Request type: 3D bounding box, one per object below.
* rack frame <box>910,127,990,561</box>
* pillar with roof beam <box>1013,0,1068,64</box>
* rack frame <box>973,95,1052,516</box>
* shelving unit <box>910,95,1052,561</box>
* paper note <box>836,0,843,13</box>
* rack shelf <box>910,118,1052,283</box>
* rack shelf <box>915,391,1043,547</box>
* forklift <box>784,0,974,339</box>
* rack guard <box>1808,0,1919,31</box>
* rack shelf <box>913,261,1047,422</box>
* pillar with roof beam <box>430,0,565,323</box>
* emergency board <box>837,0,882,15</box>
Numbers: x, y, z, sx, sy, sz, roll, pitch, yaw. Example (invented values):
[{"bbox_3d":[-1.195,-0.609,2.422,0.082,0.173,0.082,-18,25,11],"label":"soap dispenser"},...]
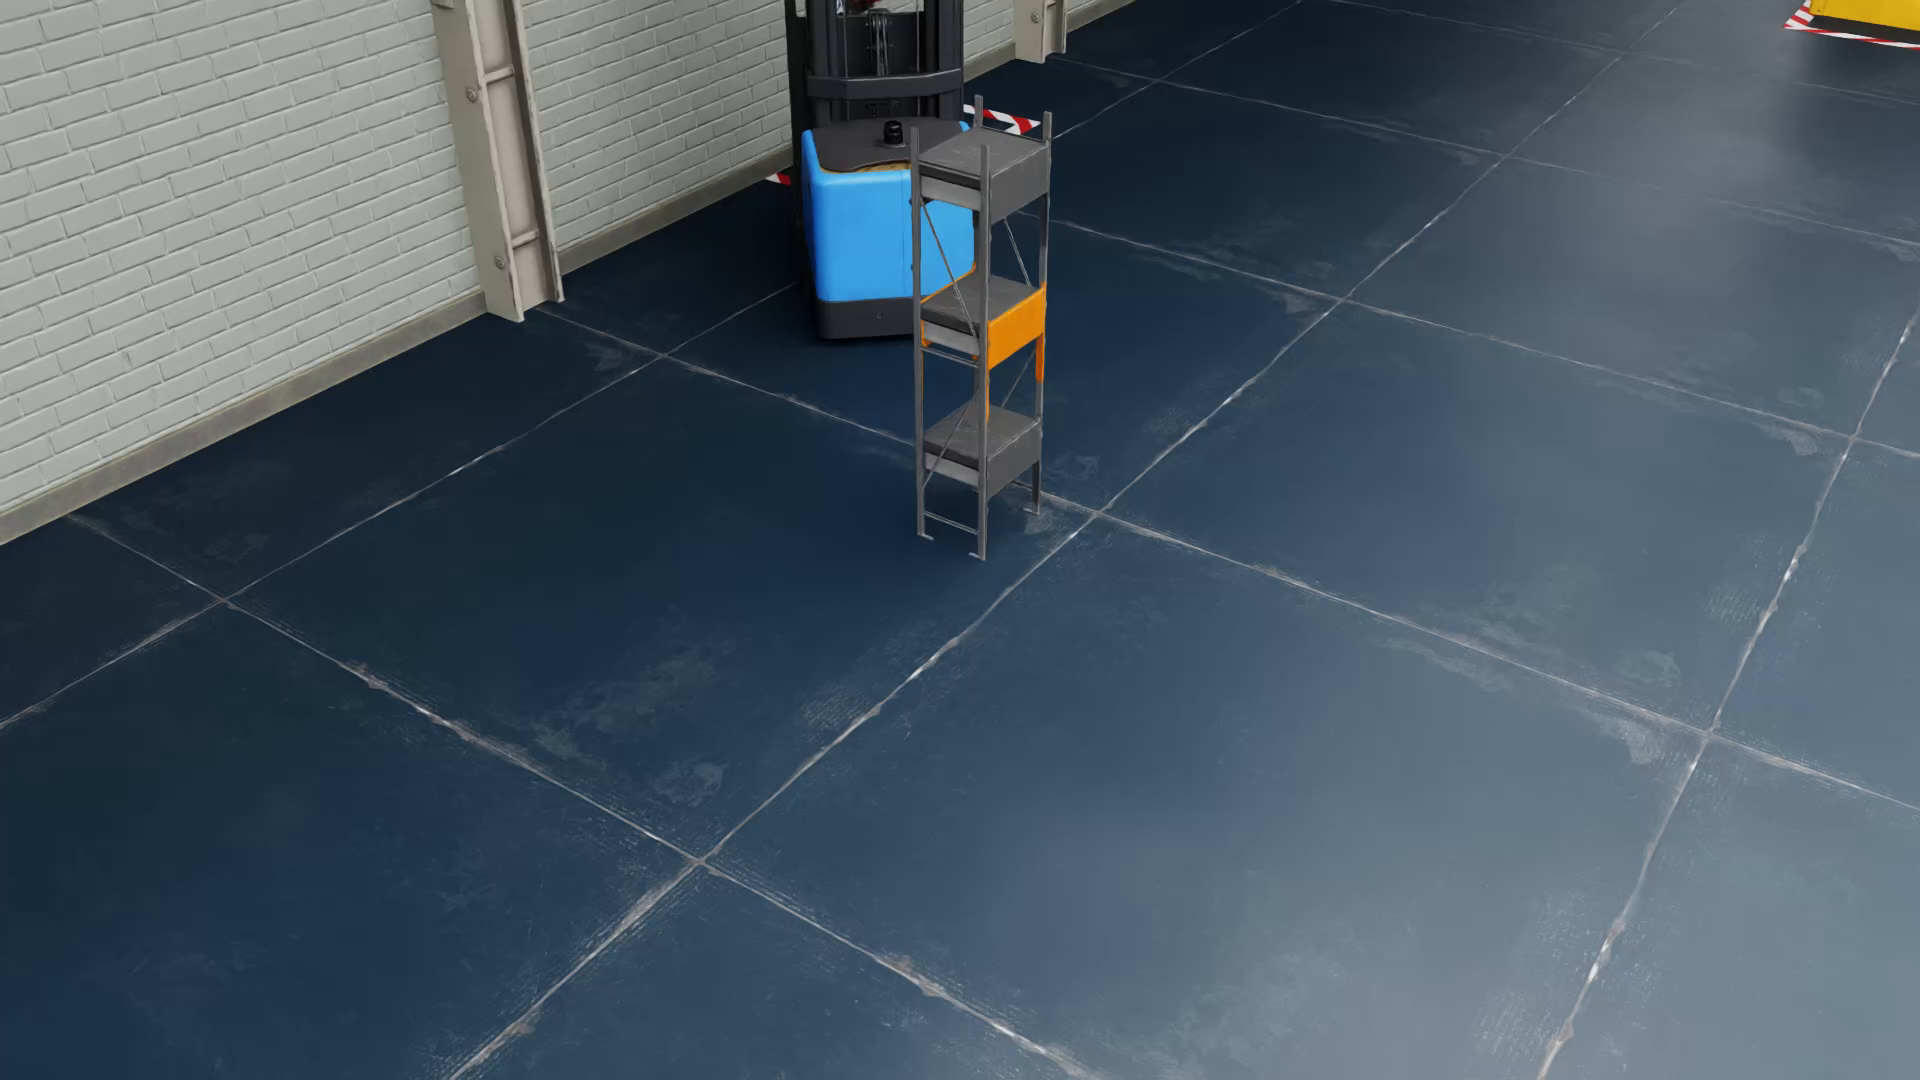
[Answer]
[{"bbox_3d":[-0.045,-0.834,7.608,0.400,2.100,0.015,21,39,28],"label":"rack frame"},{"bbox_3d":[4.228,-6.590,9.961,9.100,9.000,0.400,21,39,28],"label":"pillar with roof beam"},{"bbox_3d":[0.234,-1.058,7.940,0.400,2.100,0.015,21,39,28],"label":"rack frame"},{"bbox_3d":[0.094,-0.946,7.774,0.431,2.100,0.503,21,39,28],"label":"shelving unit"},{"bbox_3d":[-0.907,-3.930,12.171,0.016,0.148,0.142,21,39,28],"label":"paper note"},{"bbox_3d":[0.094,-1.515,7.390,0.431,0.518,0.480,21,39,28],"label":"rack shelf"},{"bbox_3d":[0.094,-0.355,8.174,0.431,0.518,0.480,21,39,28],"label":"rack shelf"},{"bbox_3d":[-0.559,-3.224,10.400,1.130,2.935,3.031,-5,34,-7],"label":"forklift"},{"bbox_3d":[8.481,-5.015,15.220,1.175,0.500,0.348,21,39,28],"label":"rack guard"},{"bbox_3d":[0.094,-0.935,7.782,0.431,0.518,0.480,21,39,28],"label":"rack shelf"},{"bbox_3d":[0.806,-3.829,5.878,9.100,9.000,0.400,21,39,28],"label":"pillar with roof beam"},{"bbox_3d":[-0.750,-4.355,12.012,0.194,1.169,0.643,21,39,28],"label":"emergency board"}]
